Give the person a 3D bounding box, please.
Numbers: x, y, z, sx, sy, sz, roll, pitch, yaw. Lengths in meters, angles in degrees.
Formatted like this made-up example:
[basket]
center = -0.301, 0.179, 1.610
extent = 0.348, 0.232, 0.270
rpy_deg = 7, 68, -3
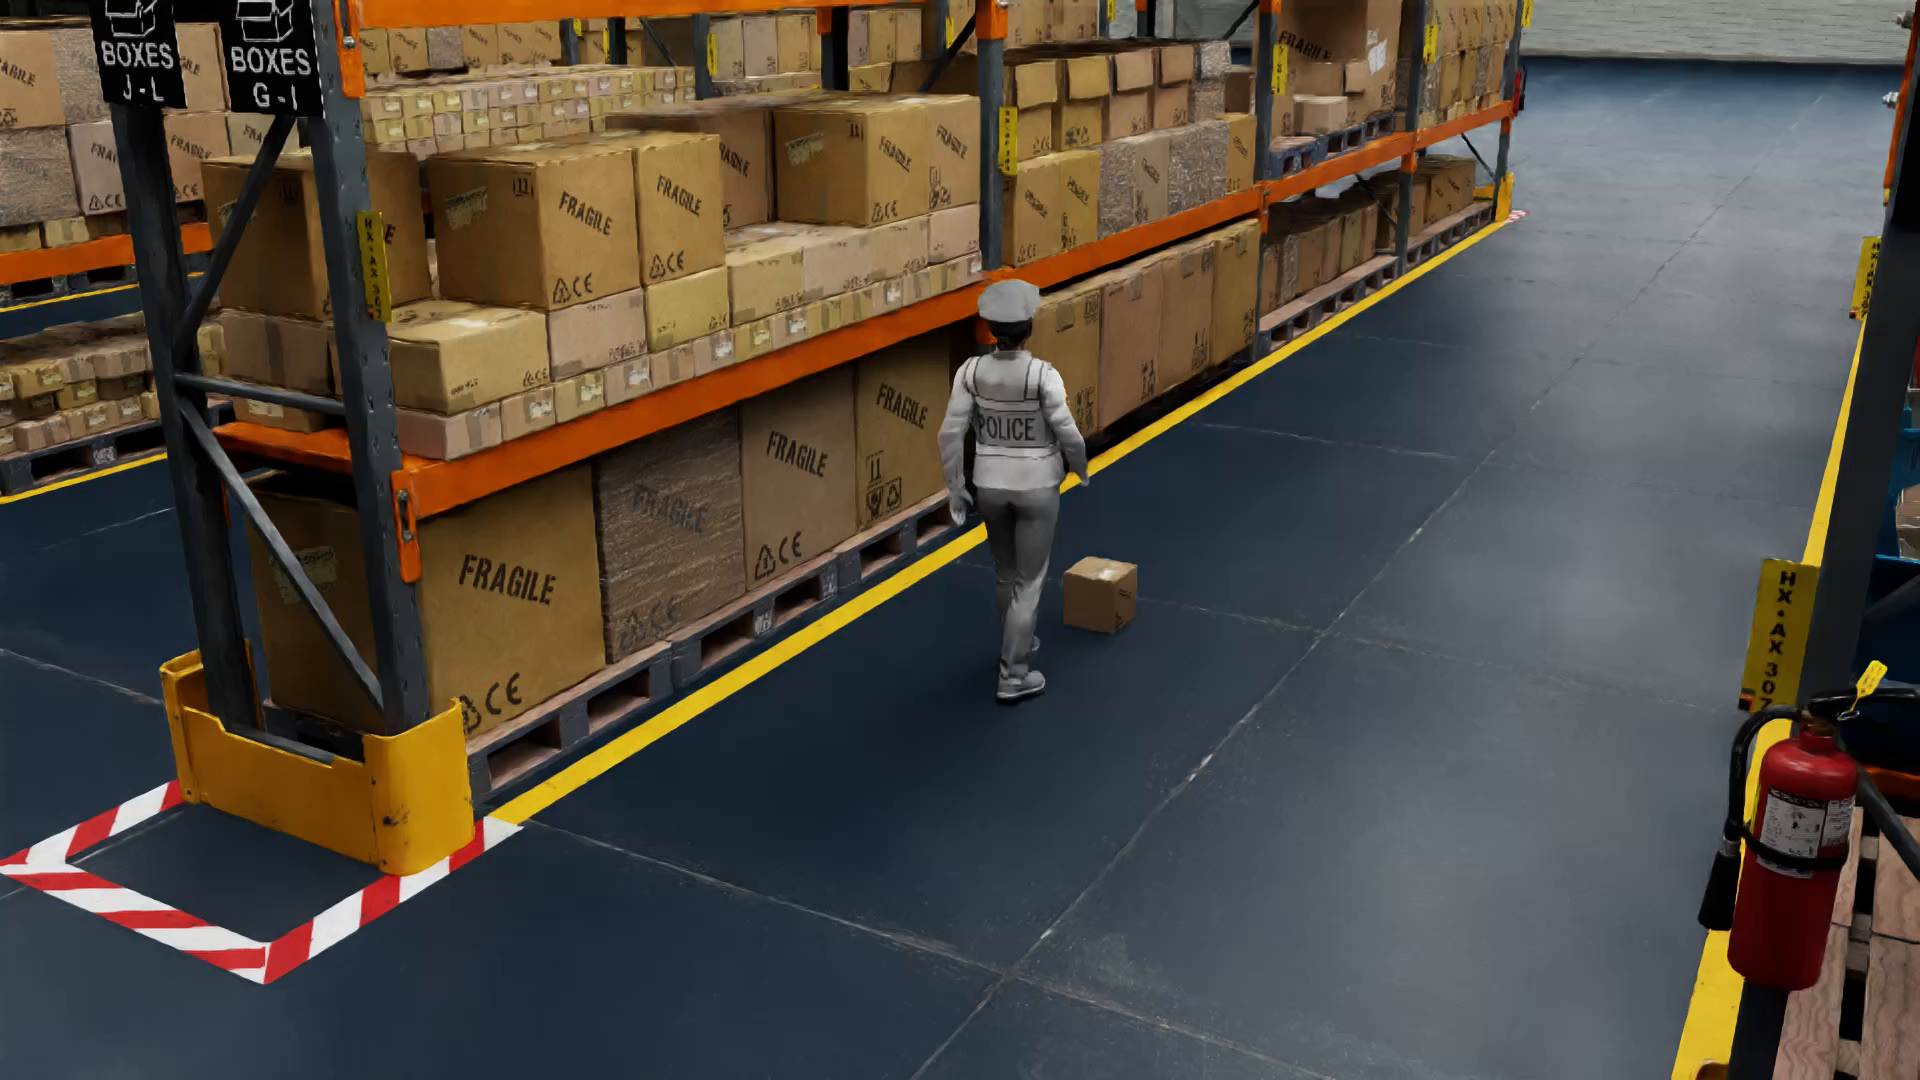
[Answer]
[person]
center = 0.246, -0.226, 6.730
extent = 0.516, 1.712, 0.688
rpy_deg = 9, 21, 23
